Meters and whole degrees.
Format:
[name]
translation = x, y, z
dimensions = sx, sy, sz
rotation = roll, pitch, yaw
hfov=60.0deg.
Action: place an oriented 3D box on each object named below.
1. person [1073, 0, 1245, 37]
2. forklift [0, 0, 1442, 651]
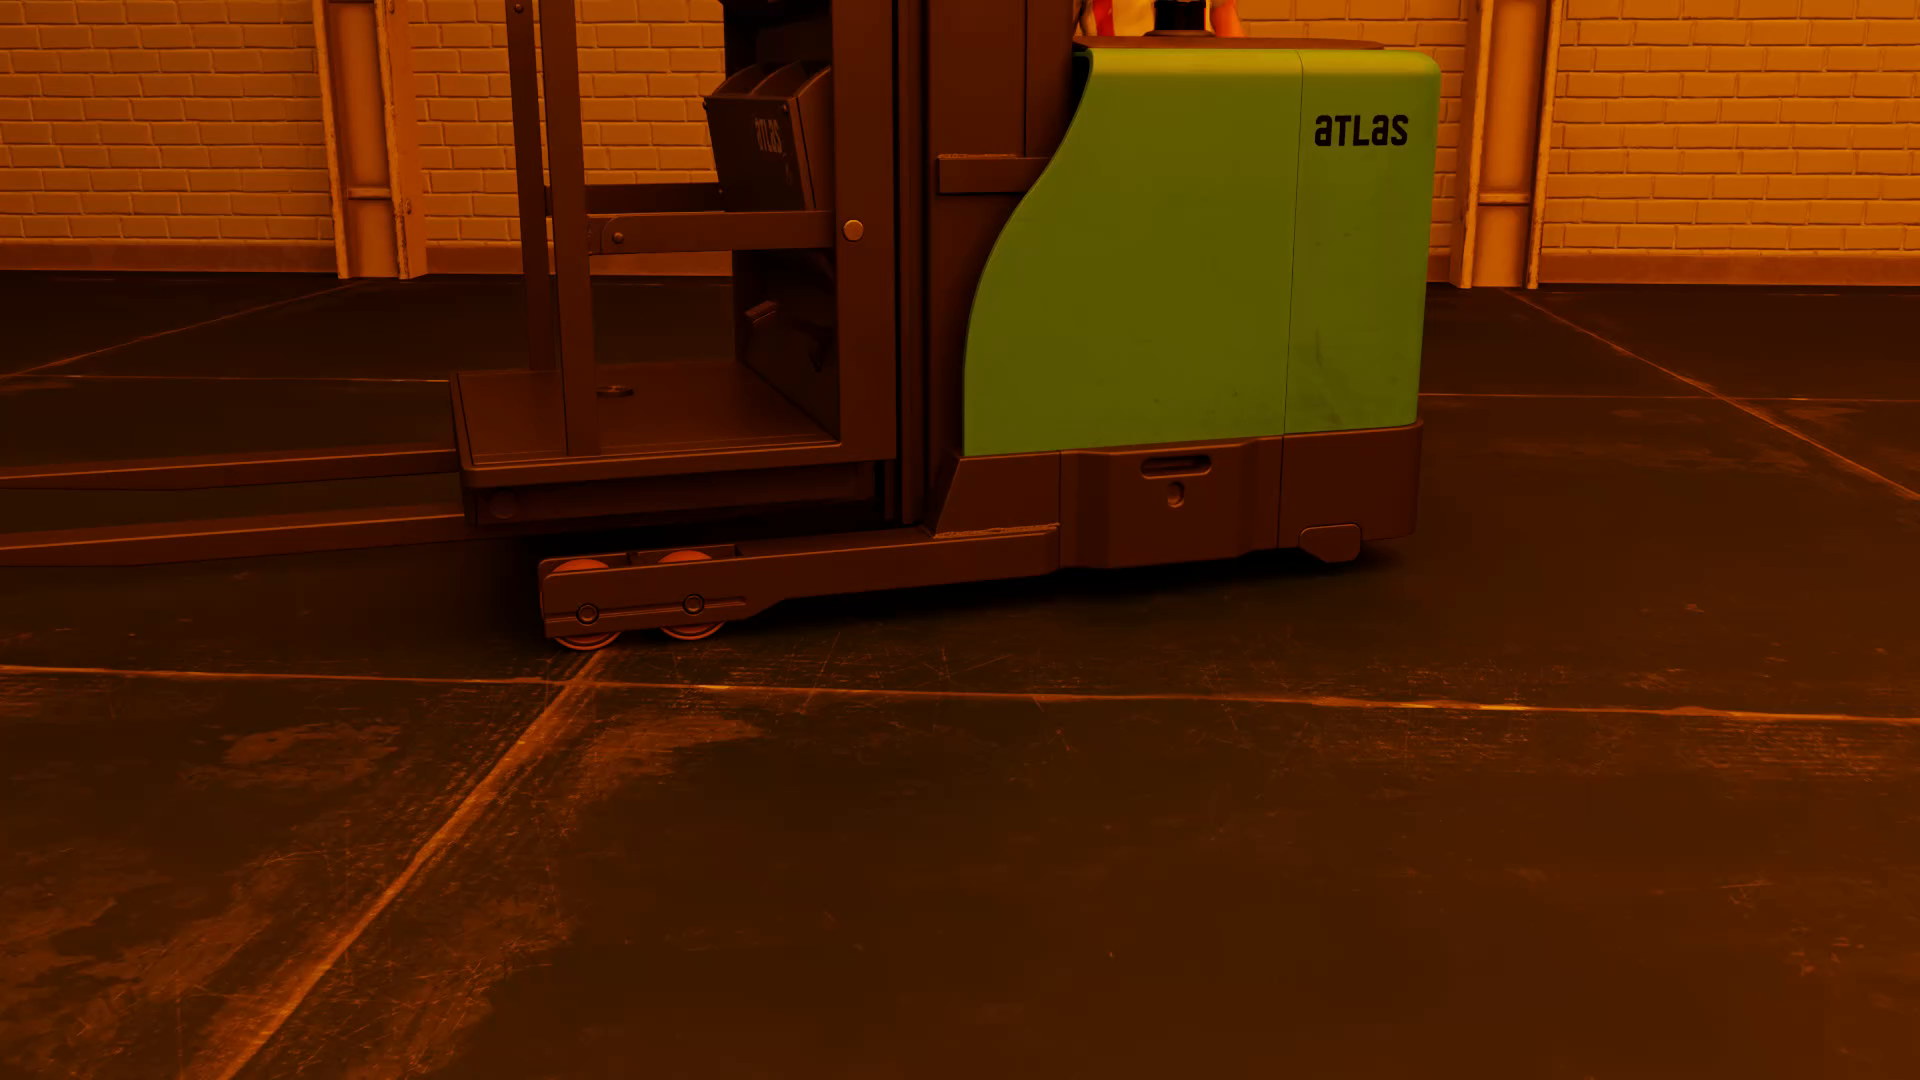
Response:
[person]
translation = 0.561, -1.216, 4.950
dimensions = 0.877, 1.752, 0.429
rotation = -2, 15, -8
[forklift]
translation = -0.580, -1.366, 3.251
dimensions = 3.031, 2.935, 1.130
rotation = -5, 16, -17
